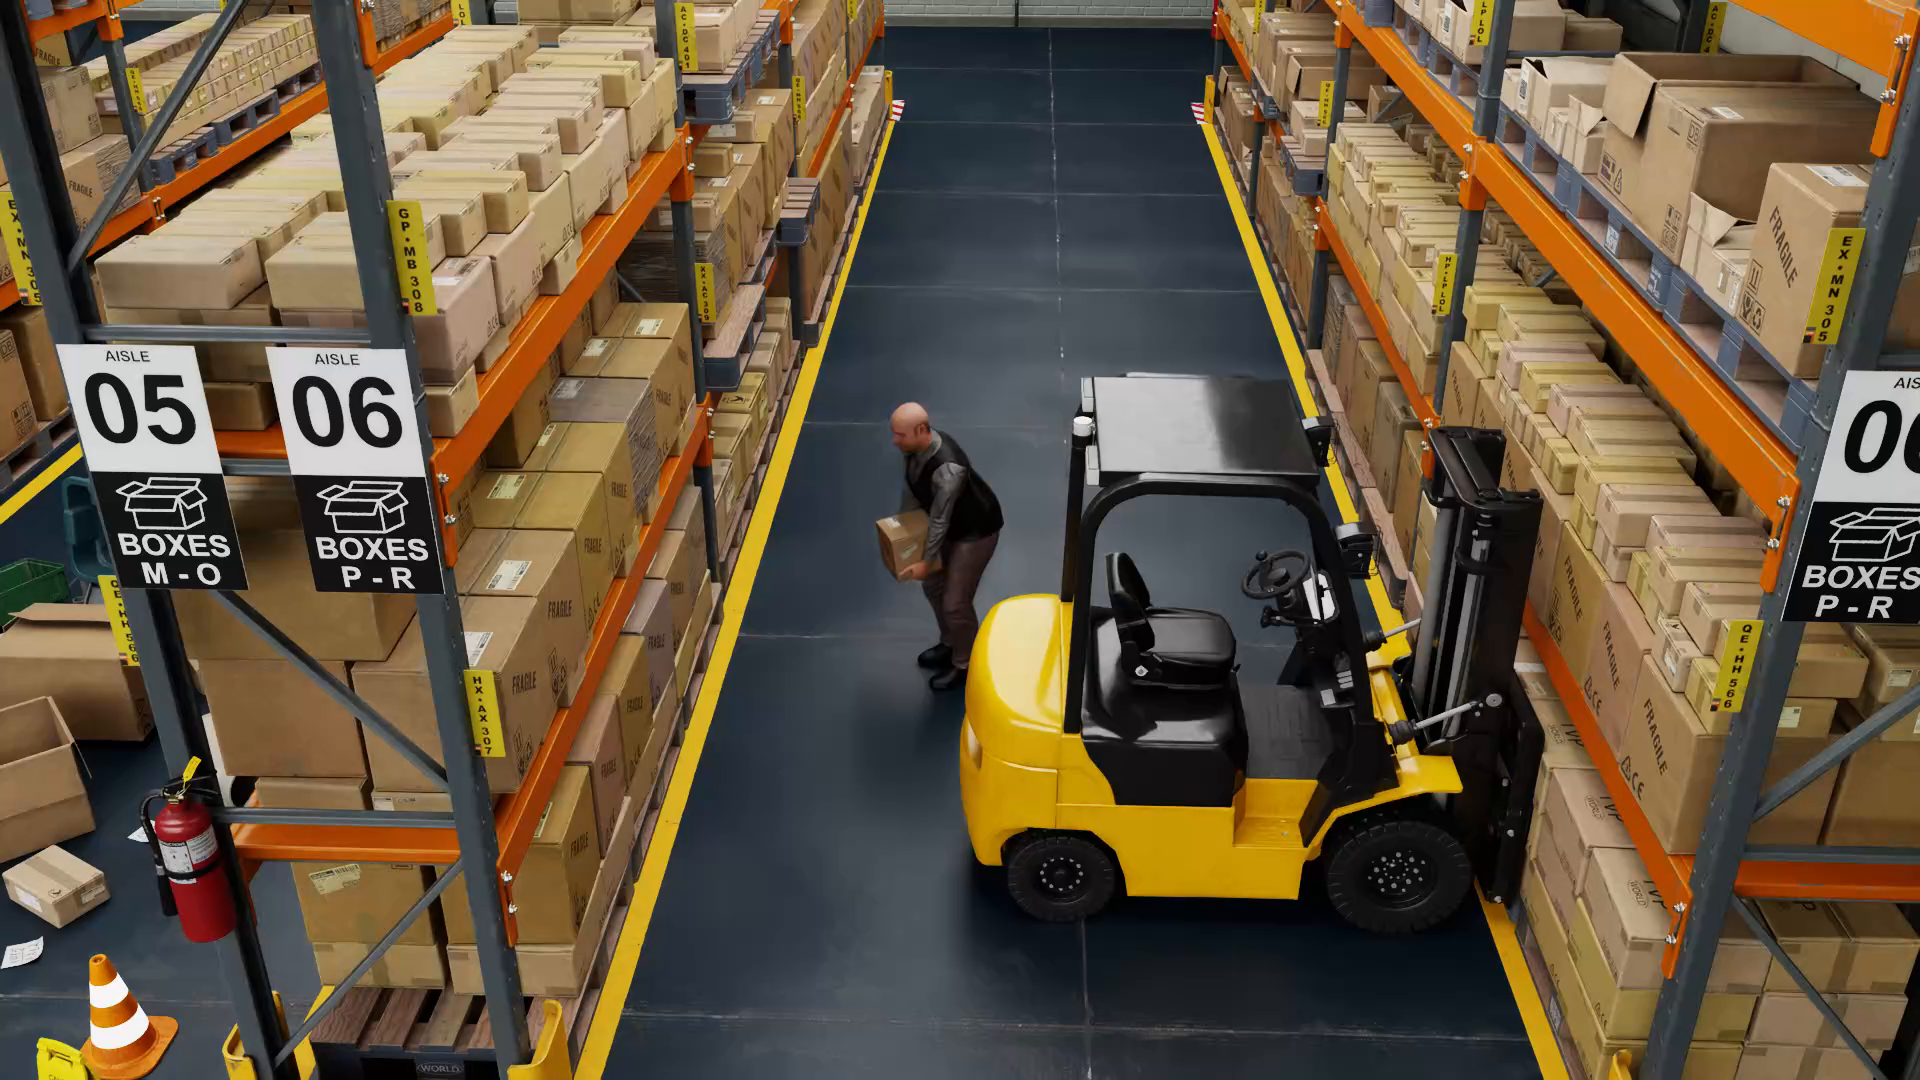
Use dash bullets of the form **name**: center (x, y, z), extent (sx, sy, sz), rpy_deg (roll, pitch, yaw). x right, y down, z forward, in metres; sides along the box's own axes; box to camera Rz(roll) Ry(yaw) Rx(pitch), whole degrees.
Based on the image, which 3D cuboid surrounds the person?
- **person**: center (-0.086, 0.006, 8.726), extent (0.615, 1.644, 0.477), rpy_deg (-14, 31, -25)
